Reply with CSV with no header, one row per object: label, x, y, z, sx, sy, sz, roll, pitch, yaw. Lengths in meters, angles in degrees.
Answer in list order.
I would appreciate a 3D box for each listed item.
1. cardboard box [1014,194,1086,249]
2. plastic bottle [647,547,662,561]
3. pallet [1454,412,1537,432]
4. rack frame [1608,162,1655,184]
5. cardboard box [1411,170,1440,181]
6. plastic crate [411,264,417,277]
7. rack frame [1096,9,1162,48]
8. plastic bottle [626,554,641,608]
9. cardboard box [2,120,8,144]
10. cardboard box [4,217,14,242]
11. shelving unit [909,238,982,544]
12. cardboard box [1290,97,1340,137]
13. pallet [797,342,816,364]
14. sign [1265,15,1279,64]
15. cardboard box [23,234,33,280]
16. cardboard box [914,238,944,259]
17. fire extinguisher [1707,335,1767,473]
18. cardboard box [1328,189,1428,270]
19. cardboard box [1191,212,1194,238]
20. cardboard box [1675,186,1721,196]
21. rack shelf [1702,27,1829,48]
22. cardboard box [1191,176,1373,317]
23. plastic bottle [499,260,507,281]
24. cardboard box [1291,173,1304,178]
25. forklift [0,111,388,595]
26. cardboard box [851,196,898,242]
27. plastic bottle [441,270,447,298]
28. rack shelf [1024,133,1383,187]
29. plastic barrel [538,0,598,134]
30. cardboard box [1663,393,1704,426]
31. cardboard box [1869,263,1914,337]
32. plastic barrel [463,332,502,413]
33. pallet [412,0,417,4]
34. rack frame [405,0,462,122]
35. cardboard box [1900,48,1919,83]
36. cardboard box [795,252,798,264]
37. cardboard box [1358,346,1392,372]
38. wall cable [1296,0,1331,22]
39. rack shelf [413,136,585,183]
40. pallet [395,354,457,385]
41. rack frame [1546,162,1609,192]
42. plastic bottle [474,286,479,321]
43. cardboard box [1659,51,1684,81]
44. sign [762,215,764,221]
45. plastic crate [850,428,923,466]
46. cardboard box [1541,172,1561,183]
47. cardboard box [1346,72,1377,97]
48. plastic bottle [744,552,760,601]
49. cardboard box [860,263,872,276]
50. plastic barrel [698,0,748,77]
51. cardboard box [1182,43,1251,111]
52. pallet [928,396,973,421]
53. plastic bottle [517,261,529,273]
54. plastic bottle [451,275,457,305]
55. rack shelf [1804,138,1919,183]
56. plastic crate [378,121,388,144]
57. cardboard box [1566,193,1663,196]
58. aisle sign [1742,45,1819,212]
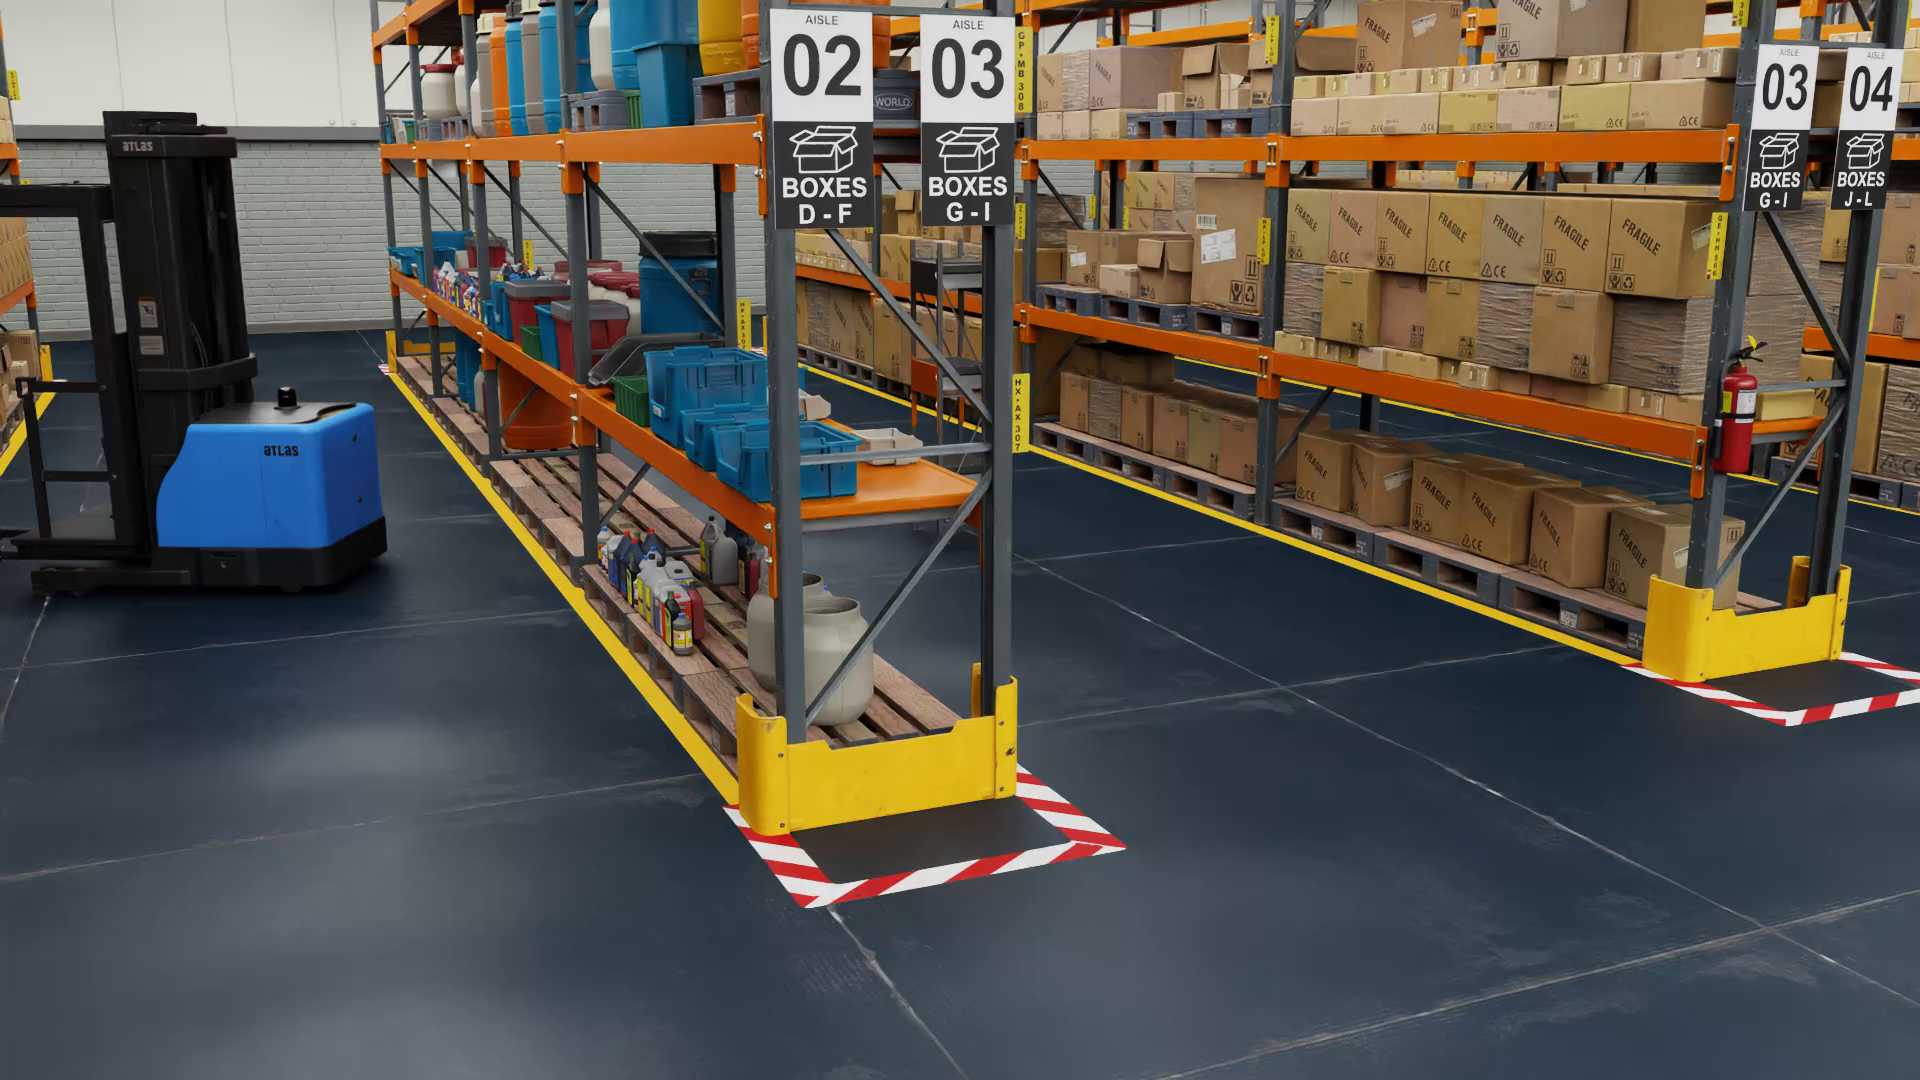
cardboard box,0.789,-3.129,16.290,0.797,0.503,0.637,-5,14,-21
plastic bottle,-1.757,0.173,9.545,0.097,0.271,0.097,0,13,0
pallet,5.899,-1.338,17.182,1.003,0.211,1.213,-6,14,-23
rack frame,11.490,-5.436,28.705,1.000,3.000,0.127,-6,14,-23
cardboard box,7.123,-5.576,25.431,0.380,0.149,0.250,-6,14,-25
plastic crate,-6.046,-3.051,18.853,0.293,0.136,0.466,-6,14,-23
rack frame,2.448,-7.442,24.066,1.000,3.000,0.127,-6,14,-23
plastic bottle,-1.822,0.225,9.294,0.061,0.283,0.133,-5,14,-20
cardboard box,-10.578,-4.399,17.906,0.500,0.250,0.500,-6,14,-23
cardboard box,-10.164,-3.349,17.250,0.500,0.500,0.500,-5,14,-21
shelving unit,-0.066,-1.057,11.781,0.431,2.100,0.503,-6,14,-23
cardboard box,2.615,-2.885,11.362,0.500,0.250,0.500,-6,14,-25
pallet,-1.745,-2.575,22.528,1.003,0.211,1.213,-6,14,-23
sign,2.163,-3.467,11.524,0.100,0.325,0.005,-6,14,-23
cardboard box,-10.787,-3.179,18.729,0.500,0.500,0.500,-5,14,-21
cardboard box,-0.177,-2.989,17.911,0.500,0.500,0.500,-6,14,-24
fire extinguisher,3.896,-0.683,8.341,0.296,0.674,0.183,-6,14,-23
cardboard box,2.819,-2.074,11.080,0.500,0.500,0.500,-6,14,-23
cardboard box,3.391,-4.068,21.912,0.500,0.500,0.500,-6,14,-25
cardboard box,9.295,-4.162,20.759,0.500,0.500,0.500,-6,14,-23
rack shelf,9.347,-6.125,20.858,1.077,0.370,4.000,-6,14,-23
cardboard box,2.480,-2.286,12.834,1.000,1.000,1.000,-6,14,-23
plastic bottle,-4.537,-2.621,16.650,0.144,0.351,0.185,-6,14,-23
cardboard box,4.093,-4.488,21.512,0.500,0.500,0.500,-5,14,-22
forklift,-5.399,-1.202,10.565,3.031,2.935,1.130,1,13,2
cardboard box,-0.964,-3.773,19.531,0.500,0.500,0.500,-5,14,-21
plastic bottle,-5.069,-2.523,16.405,0.097,0.271,0.097,0,13,0
rack shelf,1.869,-3.137,13.713,1.077,0.370,4.000,-6,14,-23
plastic barrel,-2.271,-2.956,10.226,0.600,0.901,0.708,-6,14,-23
cardboard box,3.969,-0.704,8.816,0.380,0.149,0.250,-6,14,-23
cardboard box,7.655,-1.926,13.206,0.875,0.550,0.550,-6,14,-23
plastic barrel,-4.587,-1.740,16.458,0.600,0.901,0.708,-6,14,-23
pallet,-4.713,-5.286,16.056,1.003,0.211,1.213,-6,14,-23
rack frame,-5.073,-5.741,16.717,1.000,3.000,0.127,-6,14,-23
cardboard box,7.398,-3.596,12.621,0.500,0.250,0.500,-6,14,-23
cardboard box,-1.985,-3.707,21.790,0.380,0.149,0.250,-6,14,-24
cardboard box,2.865,-1.210,11.004,0.380,0.149,0.250,-6,14,-23
wall cable,7.664,-9.389,32.396,2.988,3.039,0.133,-6,14,-23
rack shelf,-4.272,-3.516,15.351,1.077,0.370,4.000,-6,14,-23
pallet,-6.381,-2.112,20.527,1.003,0.211,1.213,-6,14,-23
rack frame,8.545,-4.160,23.193,1.000,3.000,0.127,-6,14,-23
plastic bottle,-4.116,-2.027,14.236,0.061,0.283,0.133,-6,14,-23
cardboard box,3.878,-2.462,8.652,0.380,0.149,0.250,-6,14,-25
sign,-2.648,-4.503,22.579,0.100,0.325,0.005,-6,14,-23
plastic crate,-0.330,-0.424,7.635,0.298,0.136,0.250,-6,14,-23
cardboard box,8.130,-5.047,23.147,0.380,0.149,0.250,-6,14,-24
cardboard box,2.776,-2.993,10.946,0.380,0.149,0.250,-6,14,-23
plastic bottle,-1.176,0.201,9.398,0.061,0.283,0.133,-6,14,-23
cardboard box,-0.957,-3.176,19.499,0.380,0.149,0.250,-6,14,-23
plastic barrel,-0.839,-2.320,7.242,0.600,0.588,0.600,0,13,0
cardboard box,2.194,-3.629,13.086,0.797,0.503,0.637,-5,14,-21
pallet,0.336,-1.502,17.890,1.003,0.211,1.213,-6,14,-23
plastic bottle,-4.331,-2.595,16.541,0.144,0.351,0.185,-6,14,-23
plastic bottle,-4.752,-2.360,15.698,0.097,0.271,0.097,0,13,0
rack shelf,8.056,-2.737,11.988,1.077,0.370,4.000,-6,14,-23
plastic crate,-6.776,-4.937,20.188,0.497,0.269,0.590,-6,14,-23
cardboard box,3.906,-1.812,9.949,0.500,0.500,0.500,-6,14,-23
aisle sign,4.022,-2.013,8.148,0.394,0.787,0.004,-6,14,-23
